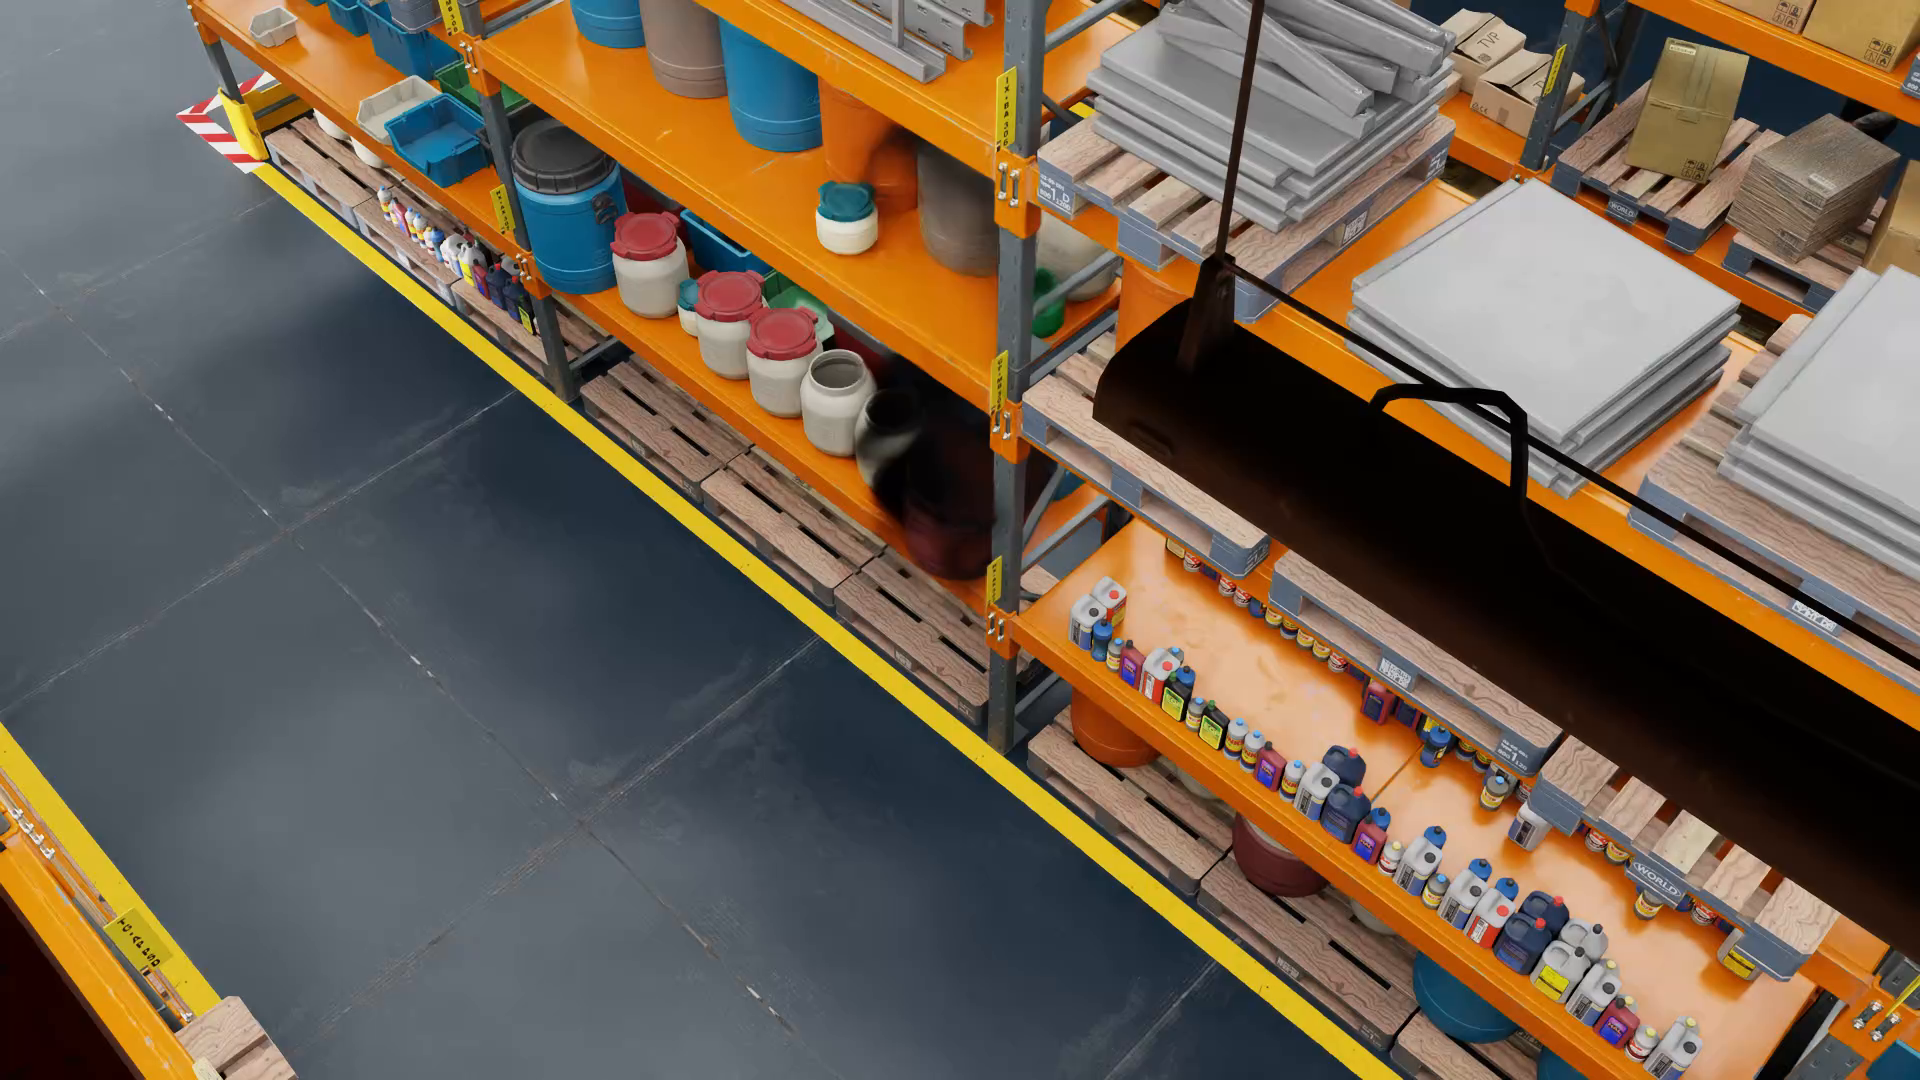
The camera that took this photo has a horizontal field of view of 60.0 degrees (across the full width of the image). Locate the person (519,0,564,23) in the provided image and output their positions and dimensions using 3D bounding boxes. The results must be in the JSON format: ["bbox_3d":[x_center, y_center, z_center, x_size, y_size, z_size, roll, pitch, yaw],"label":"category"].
[{"bbox_3d":[-3.040,-3.960,12.540,0.950,1.841,0.674,33,57,25],"label":"person"}]

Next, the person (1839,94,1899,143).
[{"bbox_3d":[6.405,-2.902,11.742,0.585,1.680,0.661,36,59,26],"label":"person"}]
